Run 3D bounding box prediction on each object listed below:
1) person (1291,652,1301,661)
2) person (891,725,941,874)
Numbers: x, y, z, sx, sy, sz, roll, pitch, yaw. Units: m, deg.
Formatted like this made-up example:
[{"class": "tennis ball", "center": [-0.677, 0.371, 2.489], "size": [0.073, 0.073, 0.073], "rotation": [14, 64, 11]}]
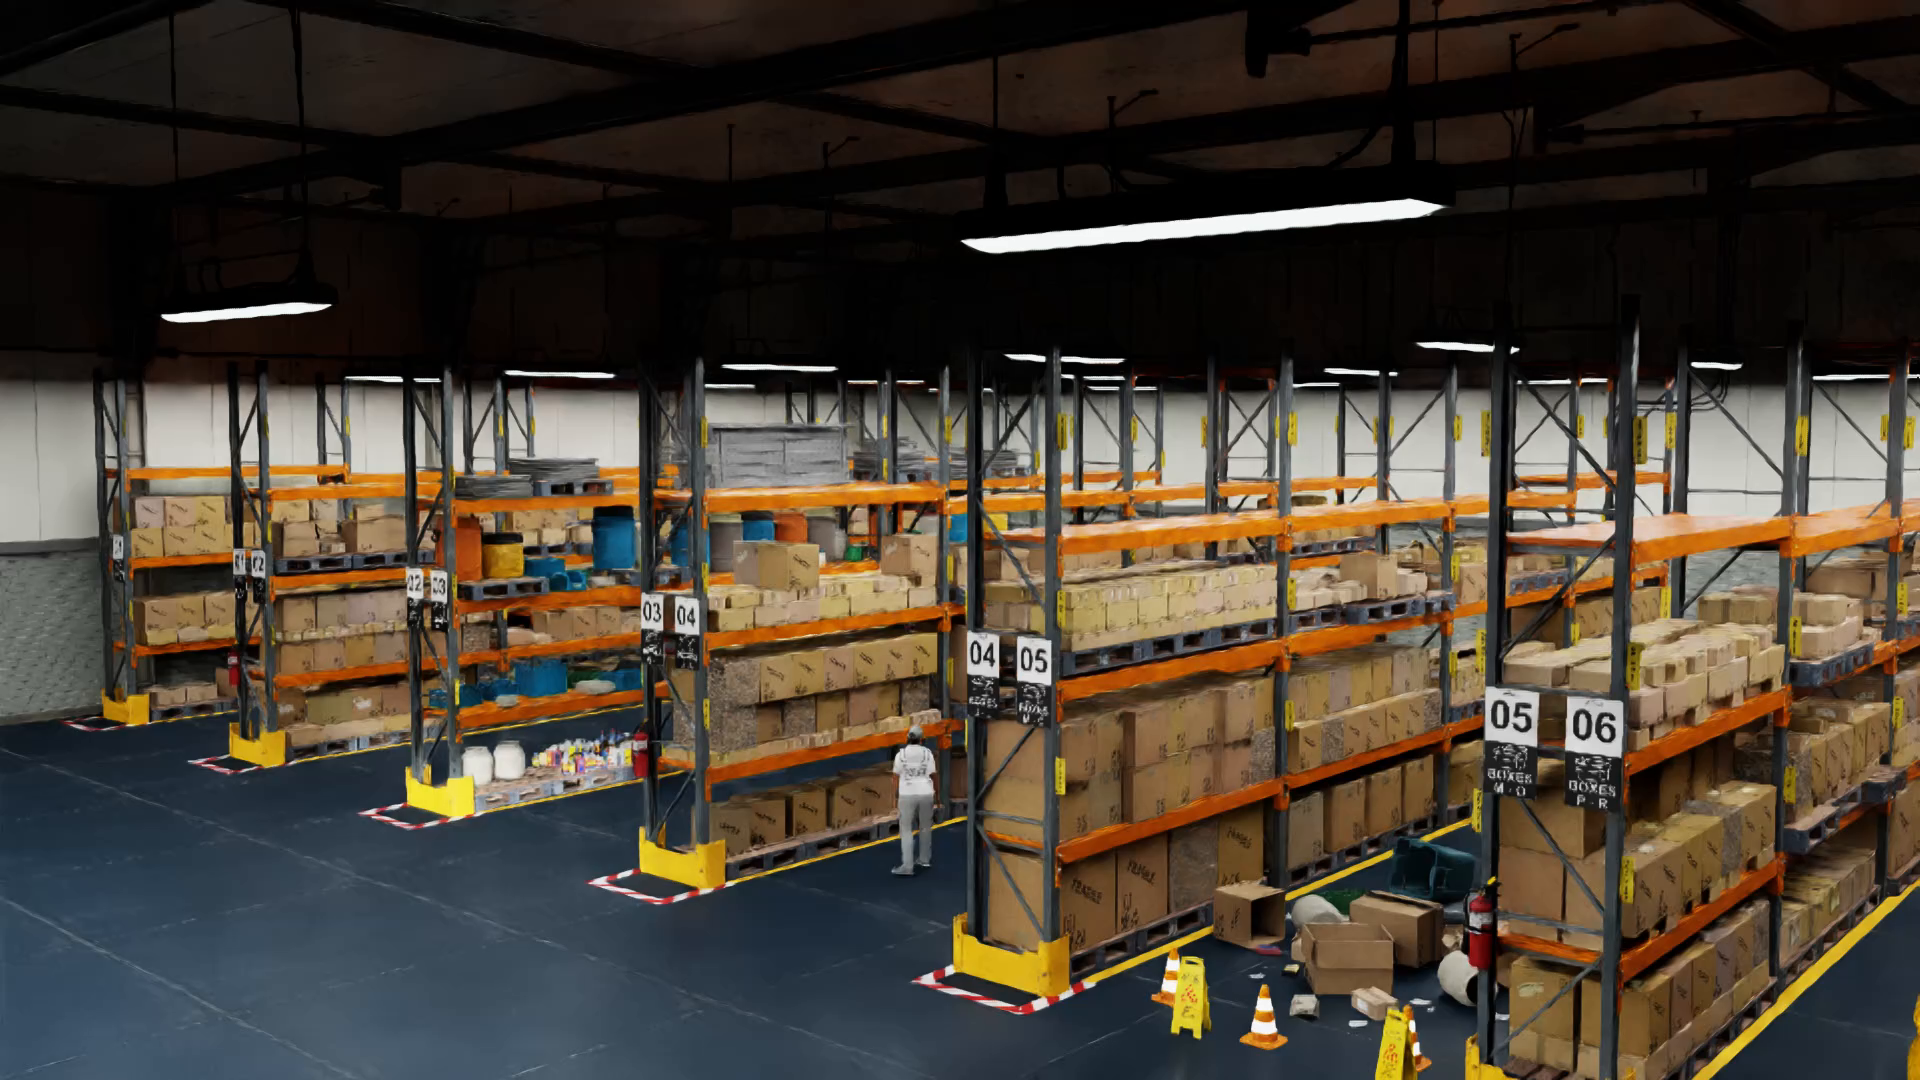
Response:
[{"class": "person", "center": [5.133, 2.468, 25.636], "size": [0.456, 1.589, 1.088], "rotation": [4, 6, 43]}, {"class": "person", "center": [-0.519, 2.932, 18.940], "size": [0.598, 1.659, 0.554], "rotation": [-1, 4, -16]}]
